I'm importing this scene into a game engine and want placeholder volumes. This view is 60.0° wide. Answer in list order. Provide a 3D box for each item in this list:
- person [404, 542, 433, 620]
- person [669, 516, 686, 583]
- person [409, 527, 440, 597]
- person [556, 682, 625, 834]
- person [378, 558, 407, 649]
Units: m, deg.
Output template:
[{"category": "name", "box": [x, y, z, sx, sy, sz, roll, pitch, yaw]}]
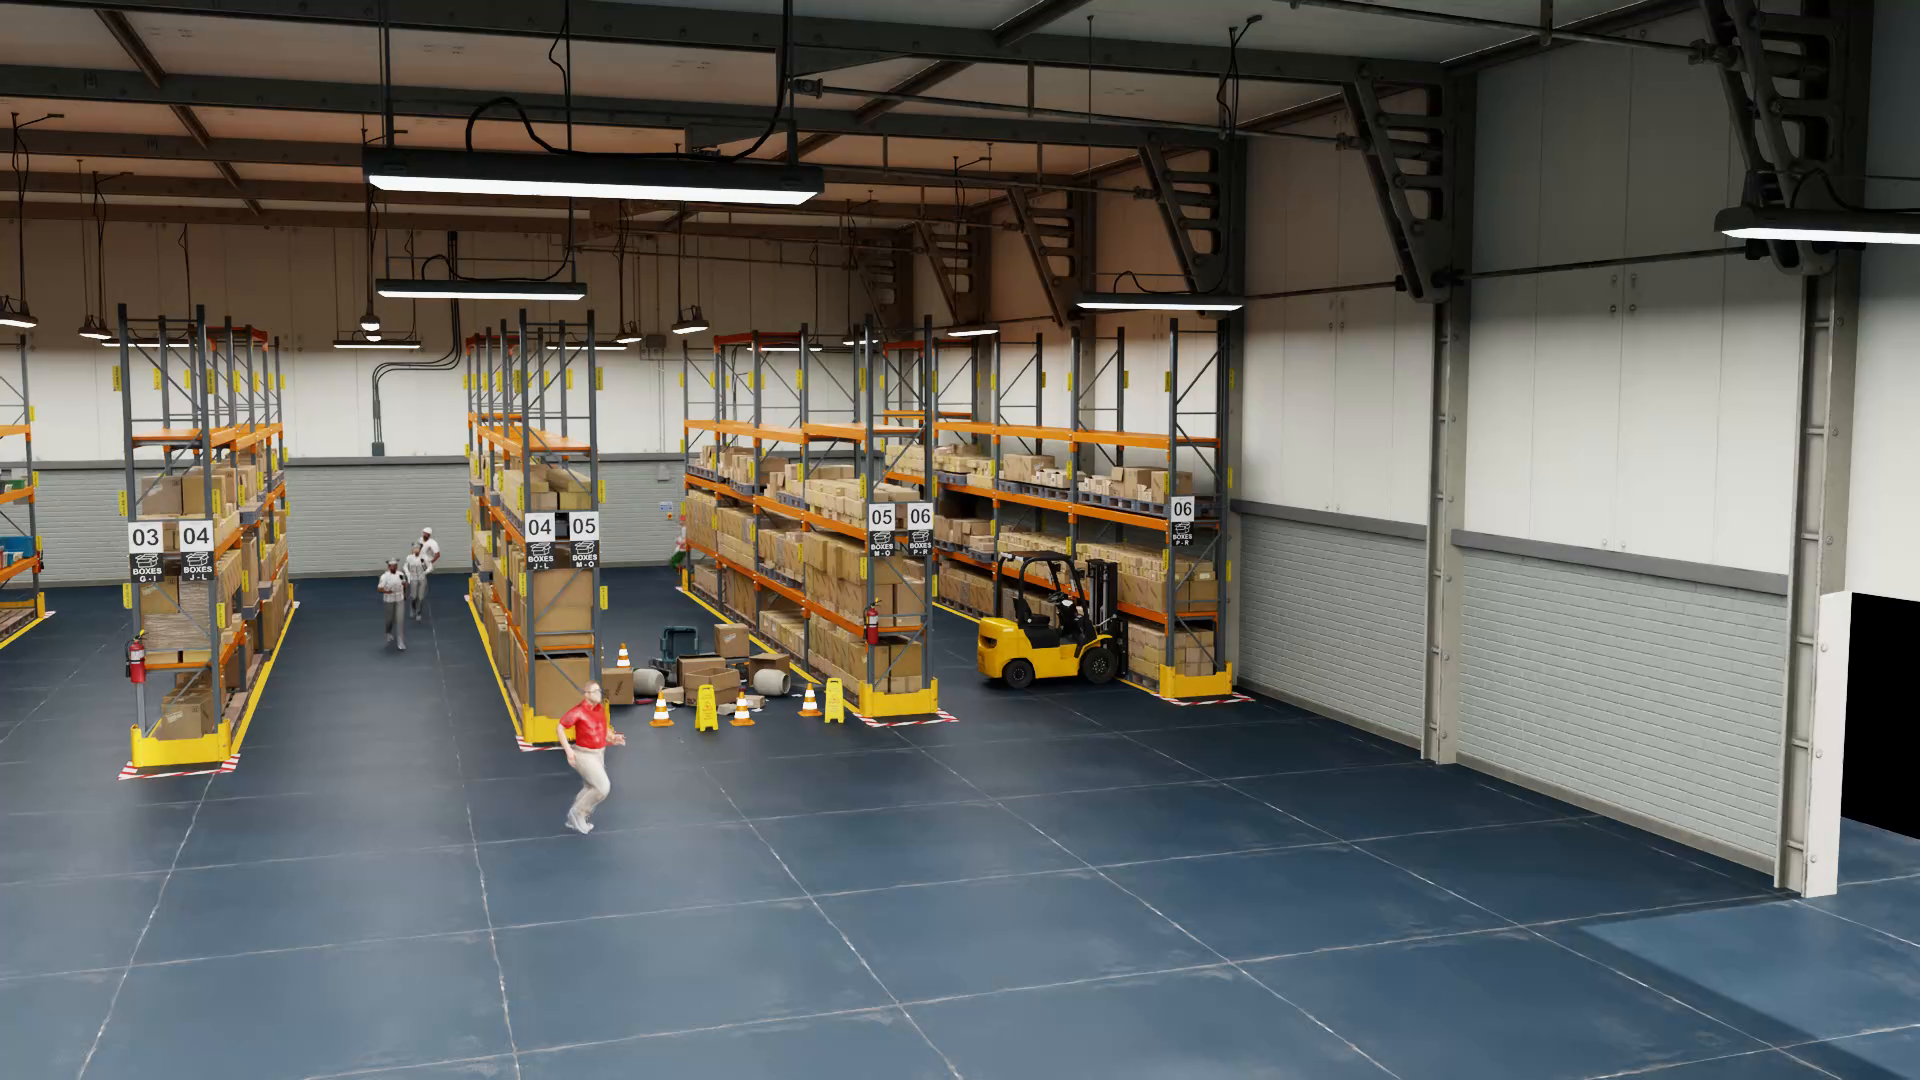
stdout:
[{"category": "person", "box": [-11.382, 0.859, 34.950, 0.598, 1.666, 0.542, -2, 6, -16]}, {"category": "person", "box": [-6.956, 0.234, 41.273, 0.518, 1.728, 0.720, 1, 5, 6]}, {"category": "person", "box": [-12.502, 0.523, 38.554, 0.623, 1.658, 0.769, -5, 7, -43]}, {"category": "person", "box": [-4.057, 2.410, 18.402, 0.723, 1.687, 0.639, 2, 6, 17]}, {"category": "person", "box": [-10.676, 1.170, 31.363, 0.579, 1.699, 0.923, -3, 6, -30]}]
